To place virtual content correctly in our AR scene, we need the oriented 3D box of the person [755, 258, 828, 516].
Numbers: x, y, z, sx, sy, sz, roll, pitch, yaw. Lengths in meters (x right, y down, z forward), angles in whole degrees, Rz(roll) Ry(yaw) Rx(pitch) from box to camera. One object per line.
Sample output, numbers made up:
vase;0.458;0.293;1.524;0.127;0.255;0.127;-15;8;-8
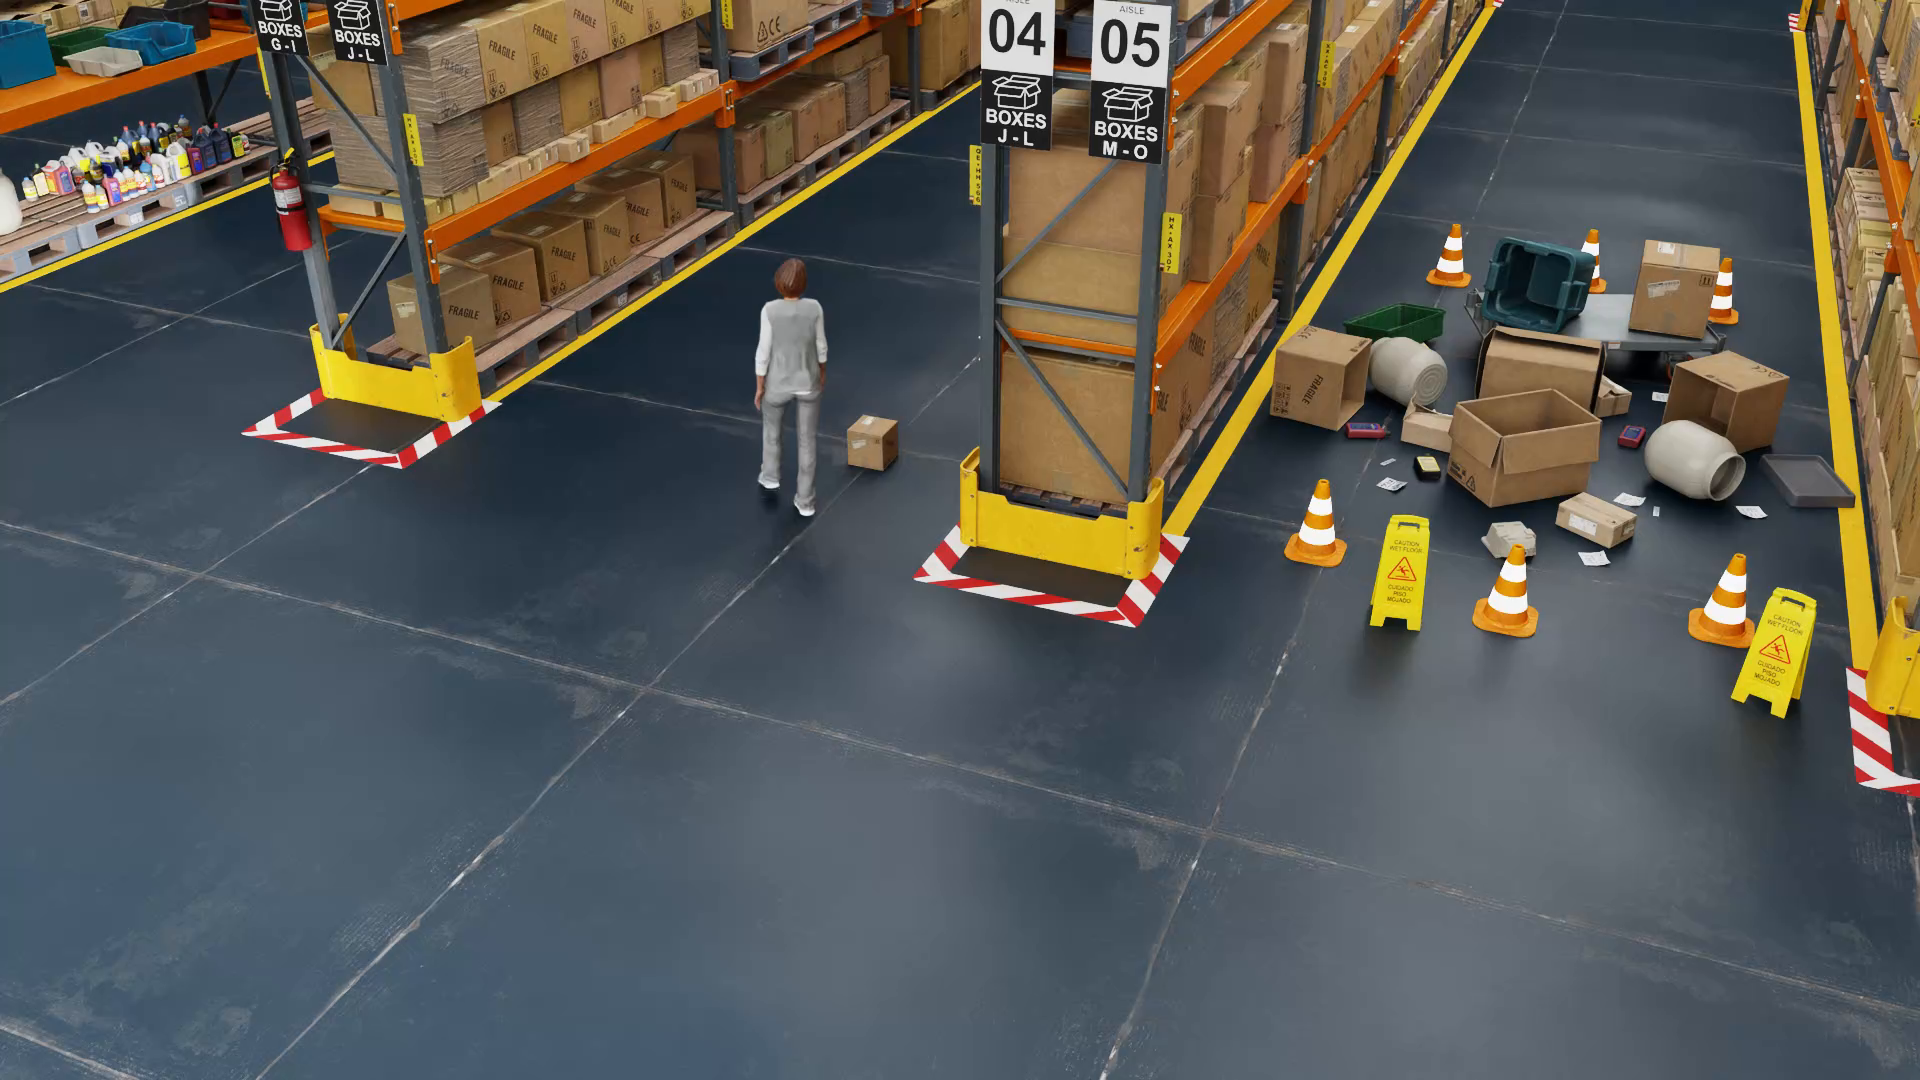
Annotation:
person;-1.020;-0.952;10.027;0.459;1.578;0.636;-5;30;-8
